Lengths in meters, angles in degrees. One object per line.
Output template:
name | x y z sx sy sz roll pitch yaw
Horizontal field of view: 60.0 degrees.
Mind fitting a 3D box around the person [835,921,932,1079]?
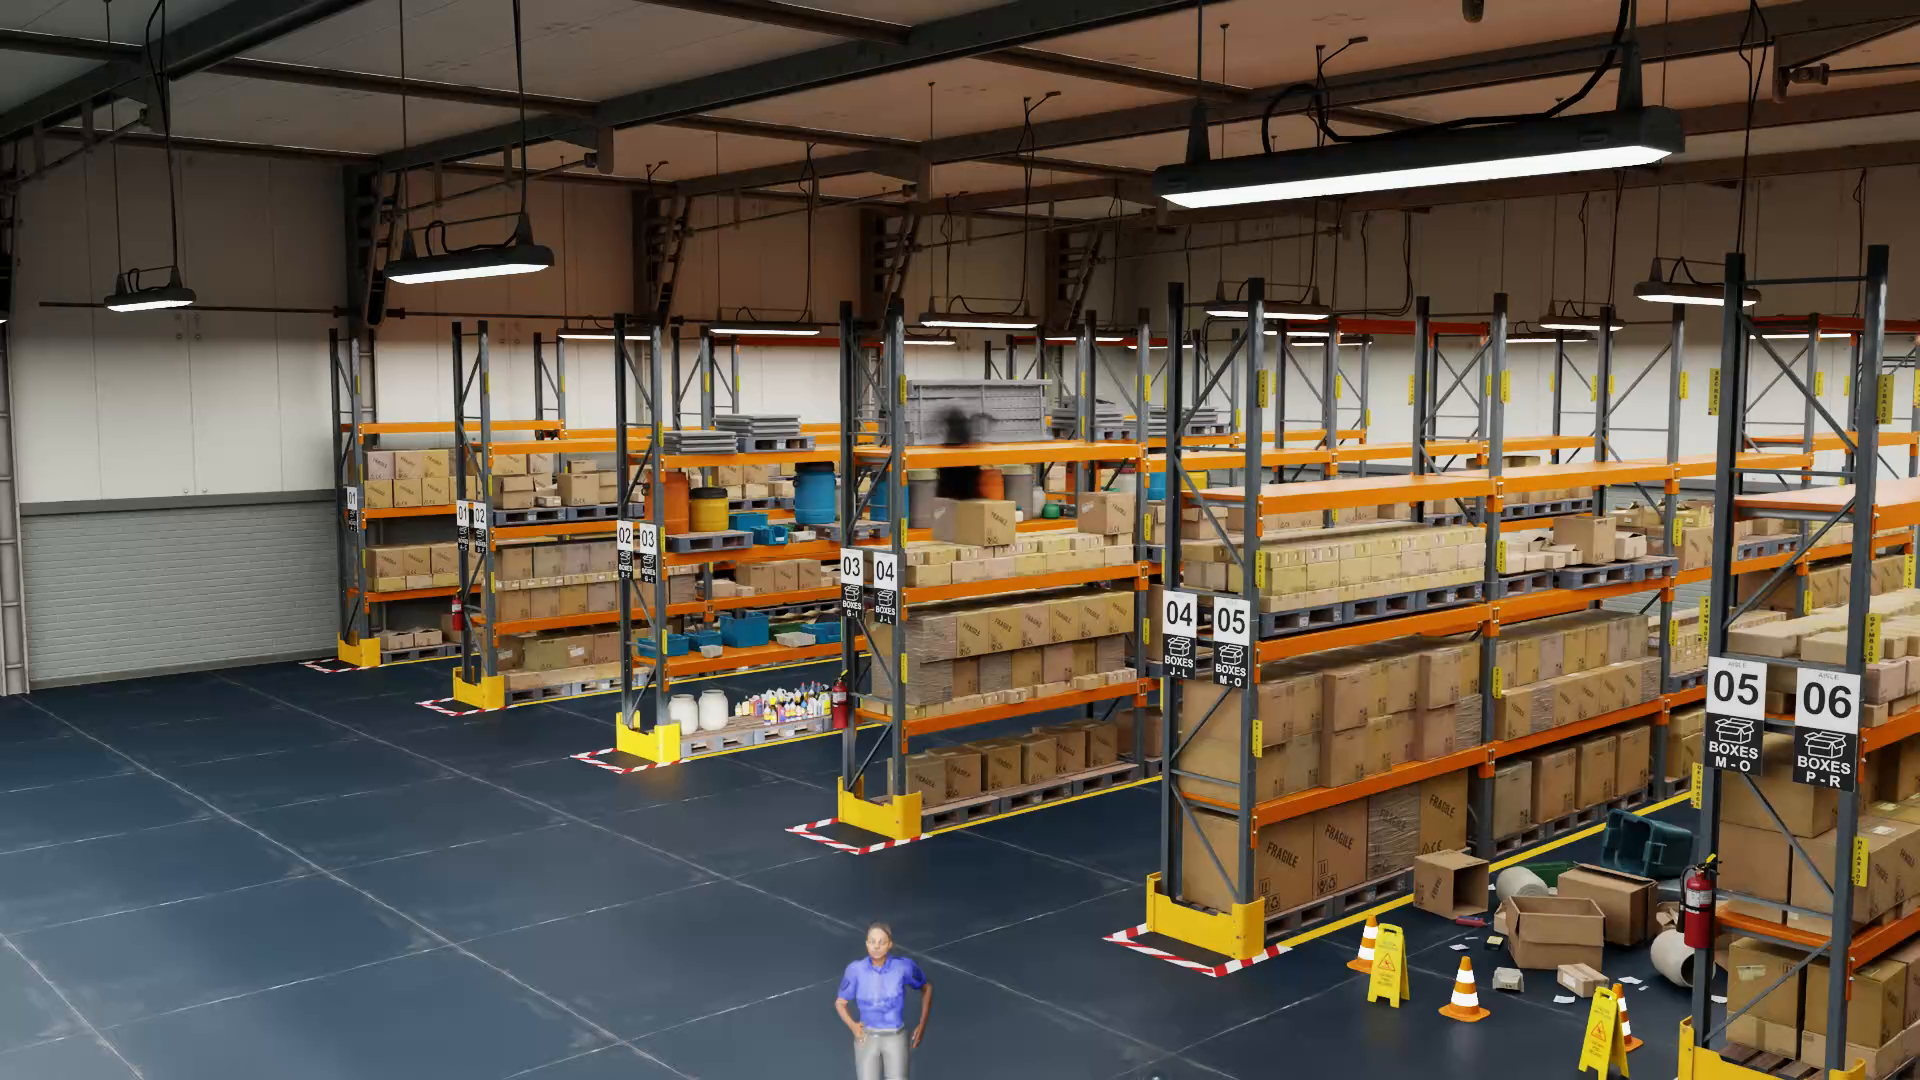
person | -0.508 3.295 10.791 0.624 1.624 0.528 0 6 4

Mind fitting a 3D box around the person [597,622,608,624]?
person | -6.386 1.433 29.485 0.551 1.643 0.612 -5 8 -42

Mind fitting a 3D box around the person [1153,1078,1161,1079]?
person | 0.945 3.487 8.101 0.670 1.765 0.914 1 6 9
